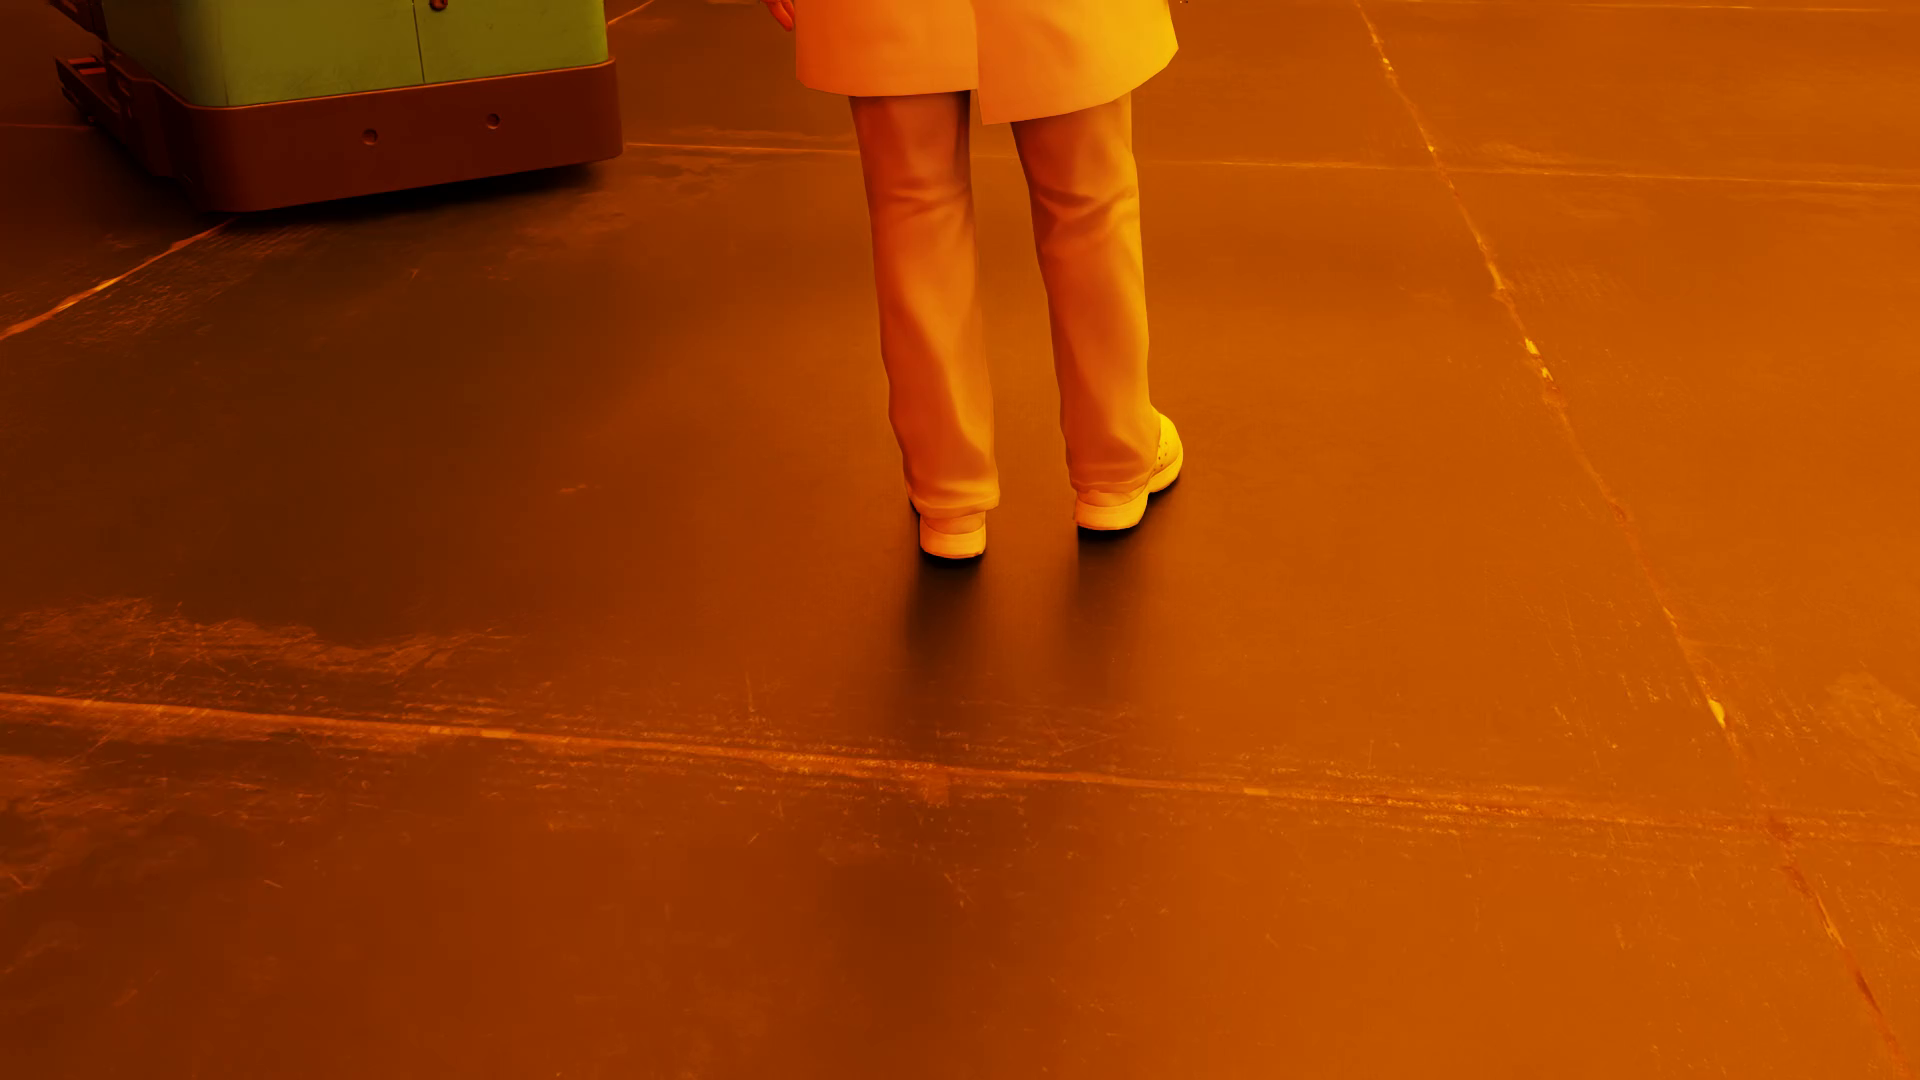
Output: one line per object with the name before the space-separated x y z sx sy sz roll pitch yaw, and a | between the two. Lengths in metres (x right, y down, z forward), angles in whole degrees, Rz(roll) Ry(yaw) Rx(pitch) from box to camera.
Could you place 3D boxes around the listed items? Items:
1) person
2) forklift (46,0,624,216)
person | 0.017 -0.841 2.180 0.696 1.775 0.581 3 27 7
forklift | -2.140 -2.677 4.583 1.130 2.935 3.031 -17 31 -31
